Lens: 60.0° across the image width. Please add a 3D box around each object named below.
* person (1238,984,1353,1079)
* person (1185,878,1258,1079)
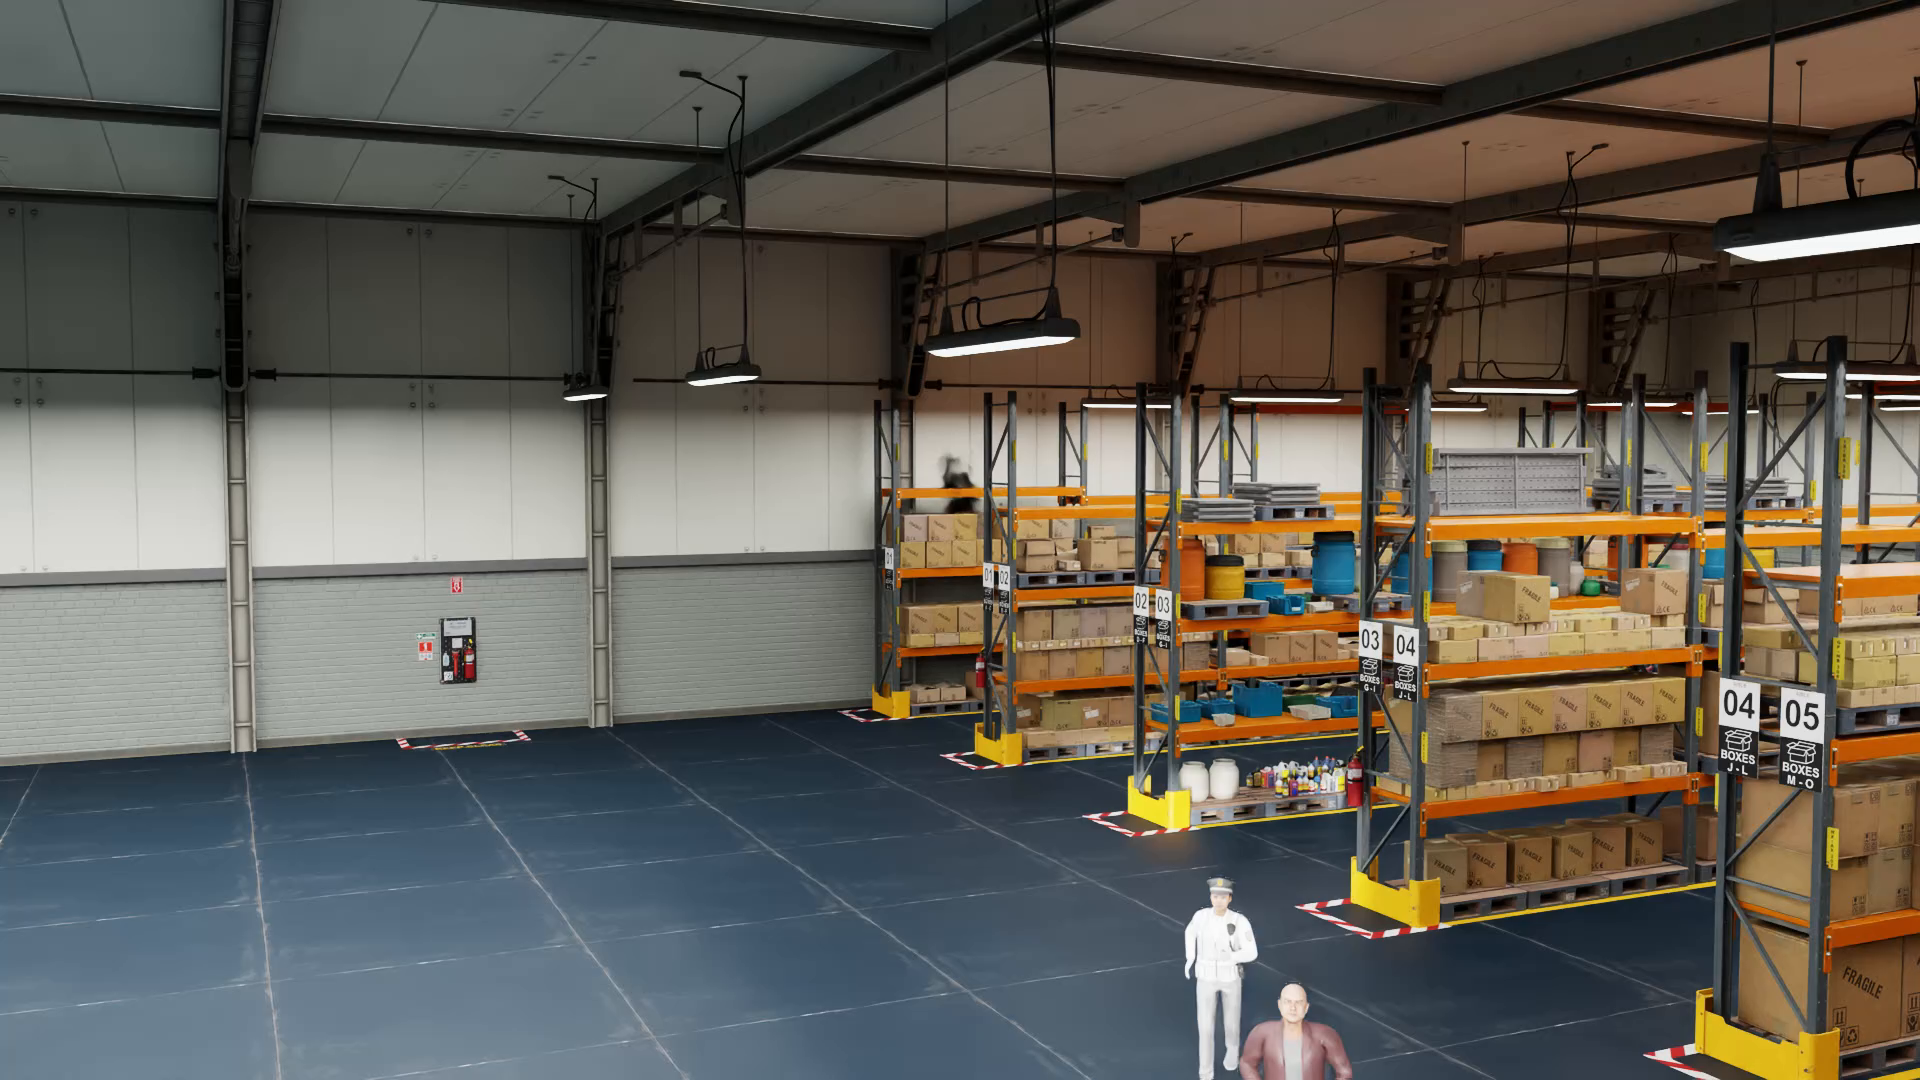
[{"bbox_3d":[2.149,3.699,10.683,0.722,1.725,0.712,1,3,11],"label":"person"},{"bbox_3d":[2.072,3.522,13.275,0.606,1.687,0.929,1,3,15],"label":"person"}]
